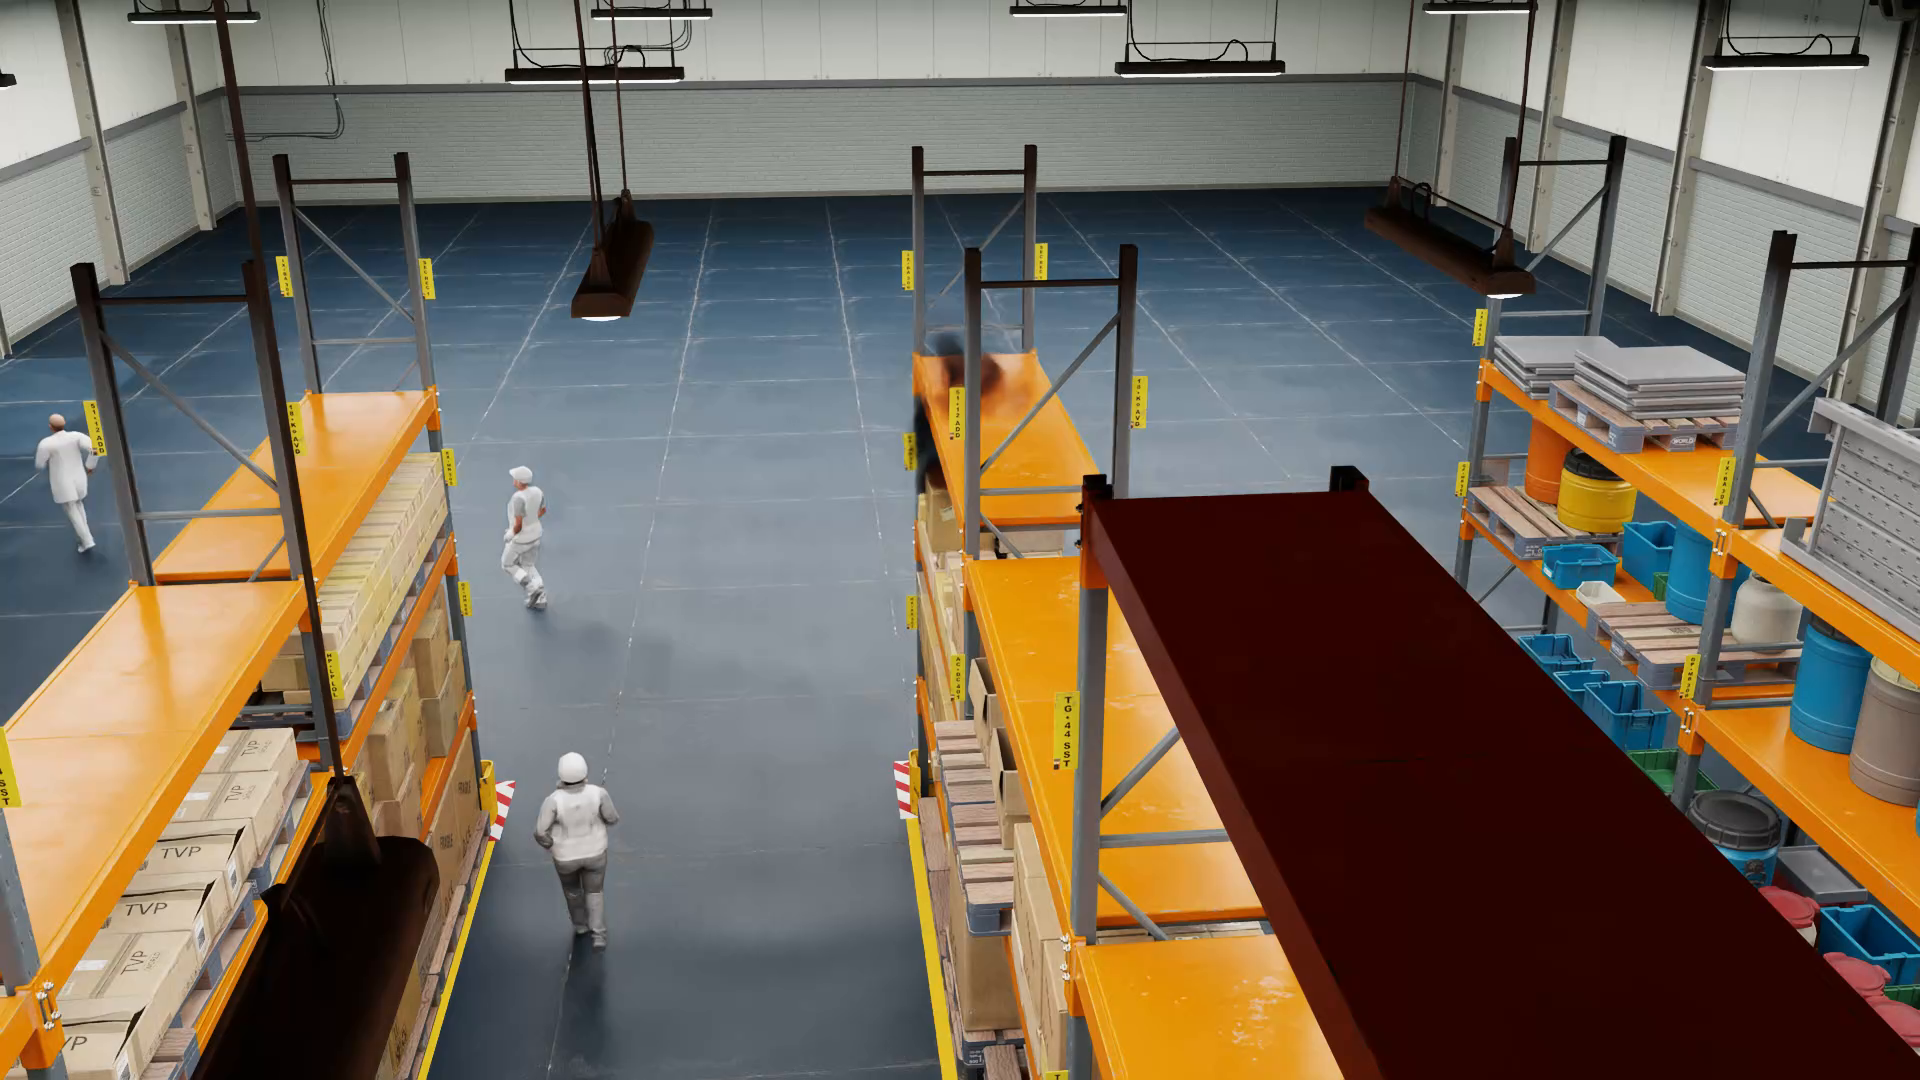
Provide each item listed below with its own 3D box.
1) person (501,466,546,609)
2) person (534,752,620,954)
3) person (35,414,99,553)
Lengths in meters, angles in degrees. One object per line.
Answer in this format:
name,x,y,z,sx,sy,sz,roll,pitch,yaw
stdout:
person,-5.111,-0.038,19.342,0.580,1.741,0.644,10,24,24
person,-2.984,2.464,13.039,0.661,1.777,0.922,-7,23,-16
person,-11.224,-0.707,20.980,0.893,1.823,0.699,17,27,36
